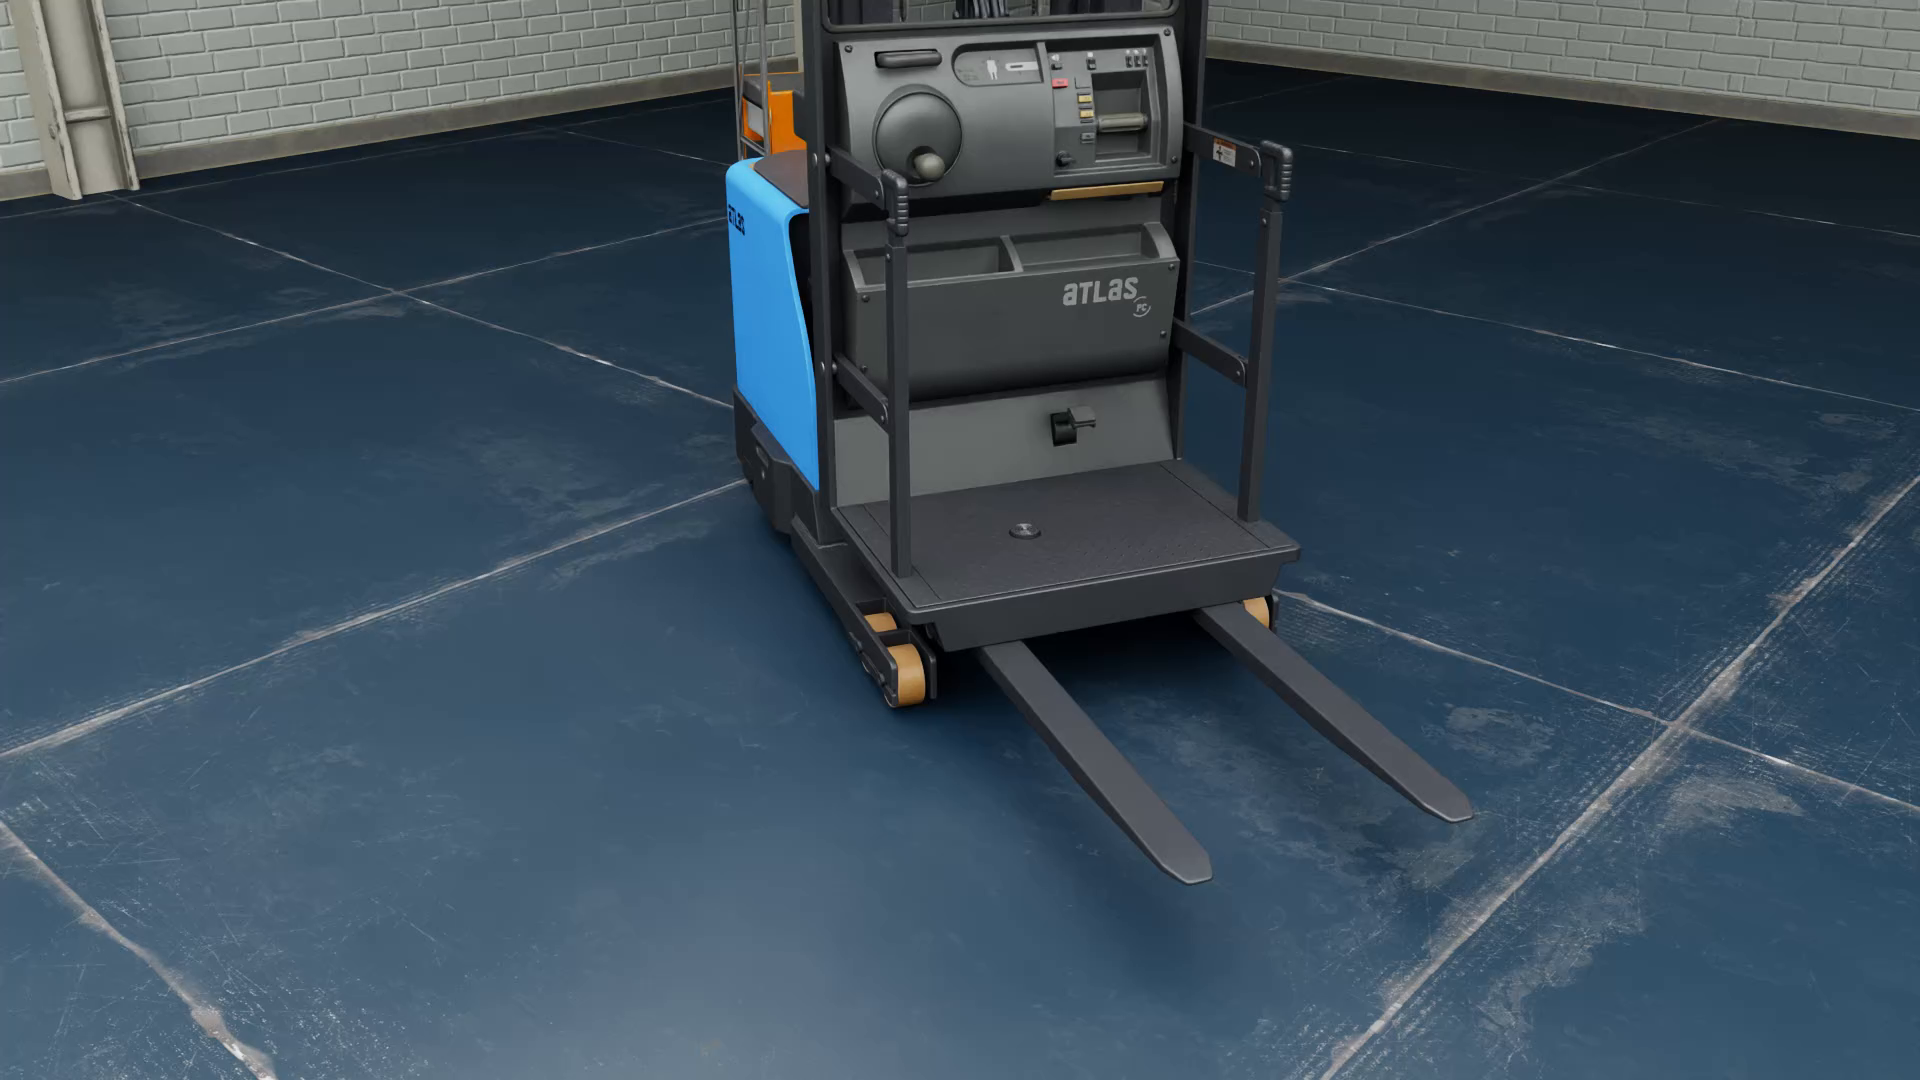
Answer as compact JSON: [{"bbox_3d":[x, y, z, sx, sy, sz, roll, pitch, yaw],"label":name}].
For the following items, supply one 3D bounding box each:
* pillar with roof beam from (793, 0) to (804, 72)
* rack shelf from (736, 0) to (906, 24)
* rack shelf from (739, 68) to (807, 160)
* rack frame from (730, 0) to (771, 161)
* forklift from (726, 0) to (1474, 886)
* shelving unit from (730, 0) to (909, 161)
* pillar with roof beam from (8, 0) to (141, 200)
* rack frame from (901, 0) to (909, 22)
[{"bbox_3d":[2.079,-6.834,9.492,9.100,9.000,0.400,20,31,38],"label":"pillar with roof beam"},{"bbox_3d":[-0.477,-2.005,5.478,0.480,0.518,0.431,-9,26,-19],"label":"rack shelf"},{"bbox_3d":[-0.477,-1.366,5.764,0.480,0.518,0.431,-9,26,-19],"label":"rack shelf"},{"bbox_3d":[-0.704,-1.342,5.677,0.015,2.100,0.400,-9,26,-19],"label":"rack frame"},{"bbox_3d":[0.221,-1.096,4.112,1.130,2.935,3.031,-9,26,-19],"label":"forklift"},{"bbox_3d":[-0.477,-1.379,5.759,0.503,2.100,0.431,-9,26,-19],"label":"shelving unit"},{"bbox_3d":[-1.925,-5.006,5.415,9.100,9.000,0.400,20,31,38],"label":"pillar with roof beam"},{"bbox_3d":[-0.250,-1.415,5.840,0.015,2.100,0.400,-9,26,-19],"label":"rack frame"}]
